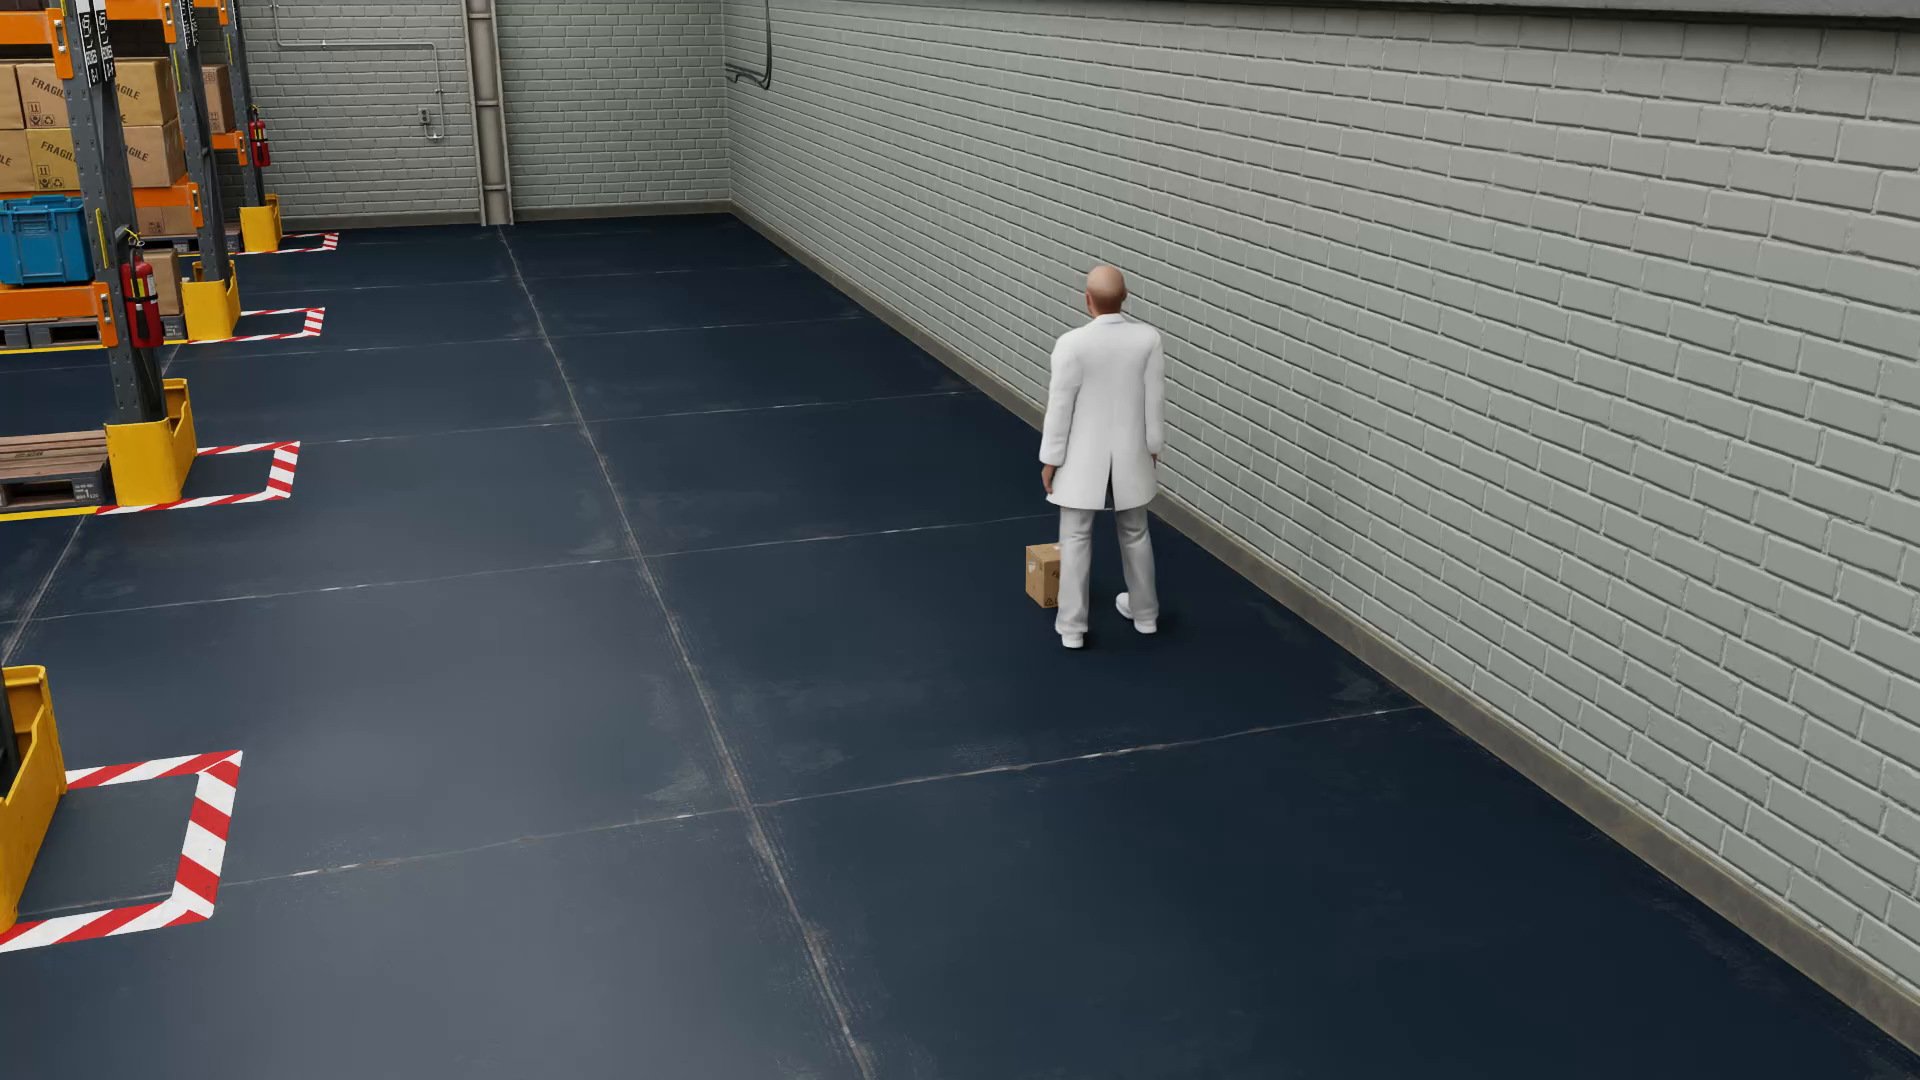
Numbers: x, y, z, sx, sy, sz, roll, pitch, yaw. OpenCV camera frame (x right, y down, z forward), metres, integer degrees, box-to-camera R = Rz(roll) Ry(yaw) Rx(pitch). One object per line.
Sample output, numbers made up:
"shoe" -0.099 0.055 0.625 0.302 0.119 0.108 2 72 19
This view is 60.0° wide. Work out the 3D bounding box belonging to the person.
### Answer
"person" 0.641 -0.409 7.758 0.617 1.776 0.471 -4 19 -12
